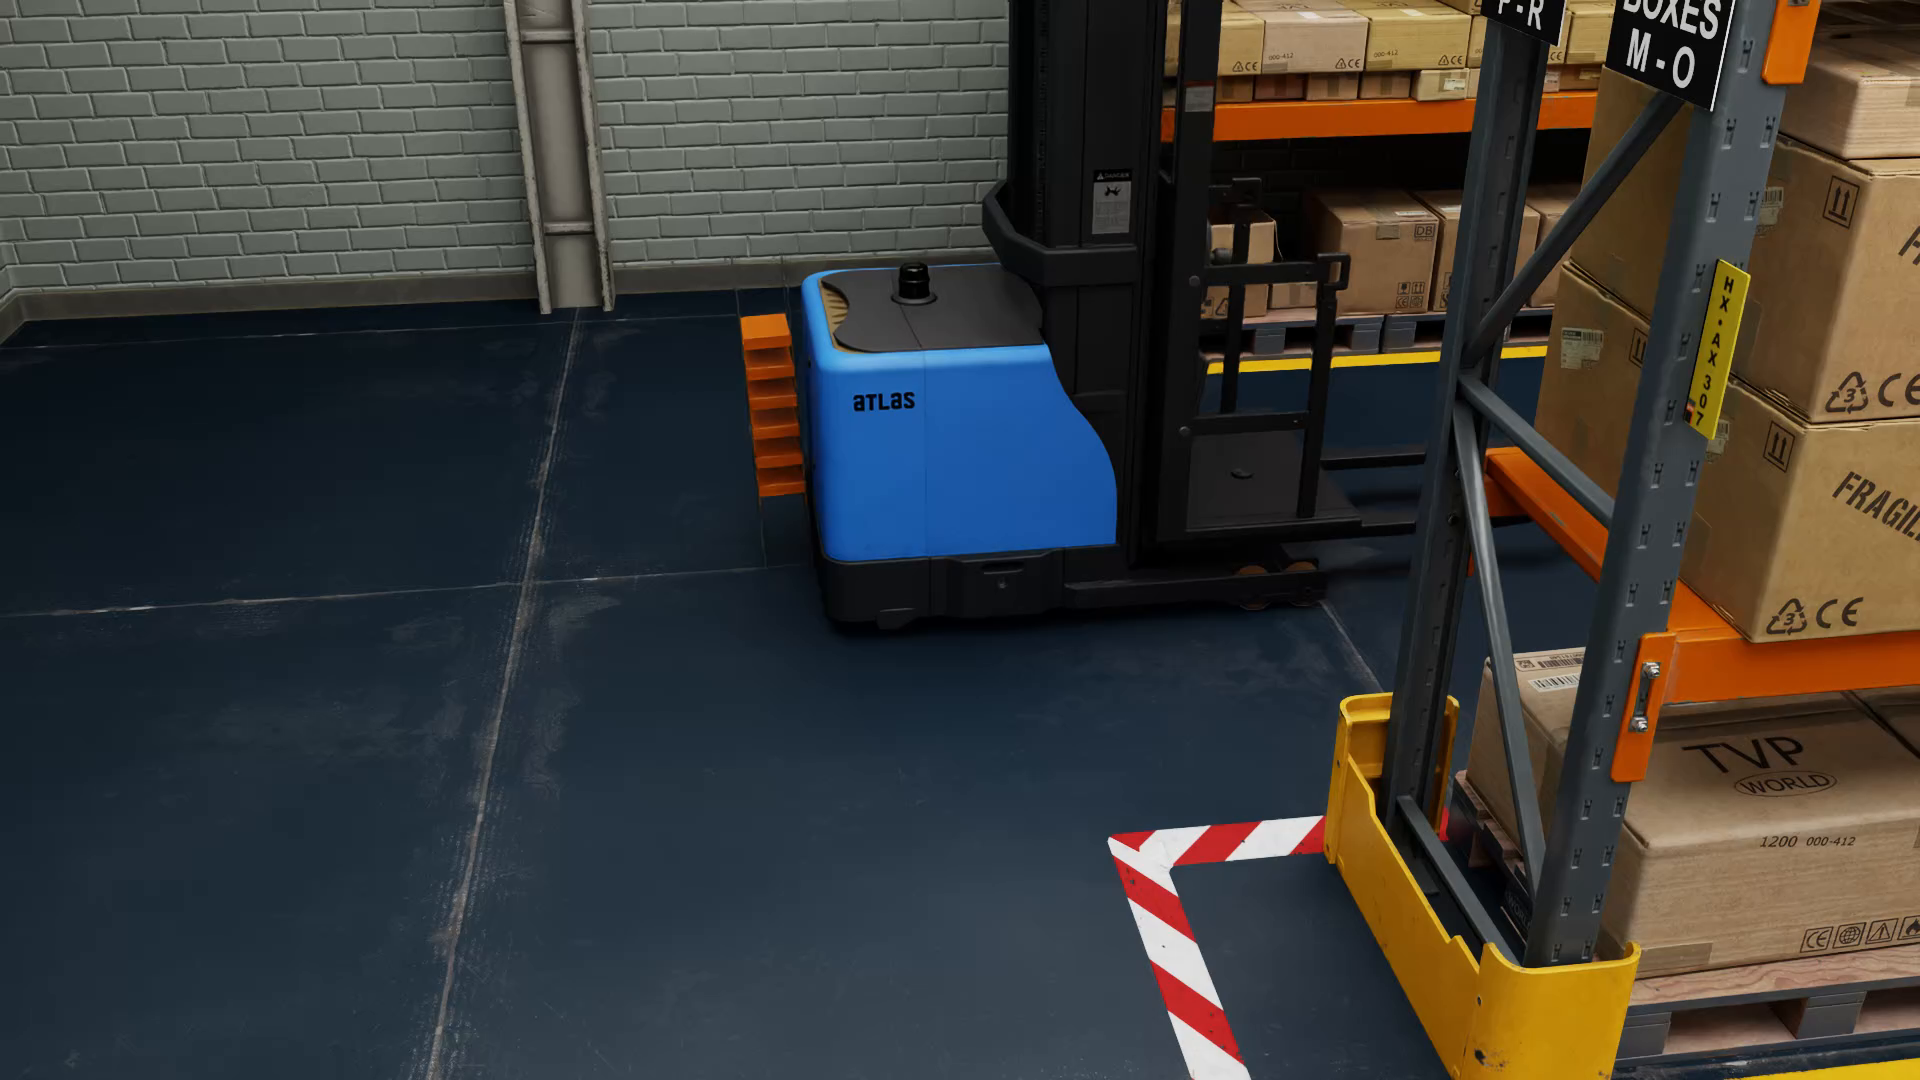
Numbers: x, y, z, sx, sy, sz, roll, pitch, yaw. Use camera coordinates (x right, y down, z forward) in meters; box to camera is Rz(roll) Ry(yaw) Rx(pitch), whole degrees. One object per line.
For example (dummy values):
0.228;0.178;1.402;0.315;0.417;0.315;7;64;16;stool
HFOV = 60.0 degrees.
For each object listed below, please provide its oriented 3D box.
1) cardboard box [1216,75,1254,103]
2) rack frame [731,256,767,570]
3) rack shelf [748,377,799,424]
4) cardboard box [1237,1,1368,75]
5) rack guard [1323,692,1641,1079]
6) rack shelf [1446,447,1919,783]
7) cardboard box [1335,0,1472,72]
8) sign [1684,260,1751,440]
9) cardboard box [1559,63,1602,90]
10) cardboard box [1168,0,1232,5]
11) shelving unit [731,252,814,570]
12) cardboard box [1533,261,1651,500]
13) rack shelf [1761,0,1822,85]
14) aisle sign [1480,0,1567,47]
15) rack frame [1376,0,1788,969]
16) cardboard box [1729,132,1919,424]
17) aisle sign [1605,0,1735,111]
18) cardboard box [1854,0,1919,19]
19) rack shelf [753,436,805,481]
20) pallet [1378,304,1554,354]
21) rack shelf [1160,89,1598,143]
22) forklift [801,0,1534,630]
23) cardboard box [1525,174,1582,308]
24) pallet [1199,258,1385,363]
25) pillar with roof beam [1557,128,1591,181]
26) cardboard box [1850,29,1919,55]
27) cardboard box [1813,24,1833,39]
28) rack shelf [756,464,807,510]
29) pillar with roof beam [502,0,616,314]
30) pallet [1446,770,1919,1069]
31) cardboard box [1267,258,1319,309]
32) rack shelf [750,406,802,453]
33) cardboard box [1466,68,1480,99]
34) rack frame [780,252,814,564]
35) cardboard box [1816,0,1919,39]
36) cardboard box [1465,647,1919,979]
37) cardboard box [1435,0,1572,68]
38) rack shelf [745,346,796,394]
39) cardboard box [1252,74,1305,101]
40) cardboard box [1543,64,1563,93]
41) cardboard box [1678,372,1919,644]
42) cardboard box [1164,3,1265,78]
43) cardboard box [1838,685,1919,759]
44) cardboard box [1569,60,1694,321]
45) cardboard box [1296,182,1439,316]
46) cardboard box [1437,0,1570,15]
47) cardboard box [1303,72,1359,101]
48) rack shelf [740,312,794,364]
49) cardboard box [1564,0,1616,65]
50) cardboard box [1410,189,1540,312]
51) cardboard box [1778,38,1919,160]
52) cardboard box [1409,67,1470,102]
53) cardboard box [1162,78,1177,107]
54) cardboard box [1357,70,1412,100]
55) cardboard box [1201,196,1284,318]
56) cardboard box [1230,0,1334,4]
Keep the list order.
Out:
1.262;-2.252;8.128;0.250;0.149;0.380;-3;27;-6;cardboard box
-0.804;-0.468;6.349;0.006;1.200;0.240;-7;28;-8;rack frame
-0.717;-0.546;6.327;0.180;0.103;0.258;-7;28;-8;rack shelf
1.639;-2.434;8.047;0.500;0.250;0.500;-3;27;-7;cardboard box
1.324;0.928;4.394;0.348;0.500;1.175;-4;27;-7;rack guard
3.328;0.007;4.238;4.000;0.370;1.077;-4;27;-7;rack shelf
2.140;-2.468;8.113;0.500;0.250;0.500;-4;27;-8;cardboard box
1.419;-0.355;3.121;0.005;0.325;0.100;-4;27;-7;sign
3.040;-2.384;8.387;0.250;0.149;0.380;-3;27;-6;cardboard box
1.071;-2.644;8.456;0.500;0.250;0.500;-3;27;-6;cardboard box
-0.714;-0.479;6.362;0.189;1.200;0.258;-7;28;-8;shelving unit
1.788;-0.381;4.096;0.500;0.500;0.500;-4;27;-7;cardboard box
3.328;-1.327;3.554;4.000;0.370;1.077;-4;27;-7;rack shelf
1.233;-1.478;3.497;0.004;0.787;0.394;-4;27;-7;aisle sign
1.348;-0.186;3.826;0.127;3.000;1.000;-4;27;-7;rack frame
1.863;-0.577;3.384;0.500;0.500;0.500;-4;27;-8;cardboard box
1.317;-1.207;2.968;0.004;0.787;0.394;-4;27;-7;aisle sign
2.167;-1.158;3.807;0.250;0.149;0.380;-4;27;-8;cardboard box
-0.707;-0.334;6.438;0.180;0.103;0.258;-7;28;-8;rack shelf
2.723;-1.321;9.093;1.213;0.211;1.003;-4;27;-7;pallet
2.633;-2.237;8.611;4.000;0.370;1.077;-4;27;-7;rack shelf
0.937;-1.274;6.023;3.031;2.935;1.130;-4;27;-8;forklift
3.151;-1.603;8.866;0.500;0.500;0.700;-5;28;-9;cardboard box
1.517;-1.245;8.945;1.213;0.211;1.003;-4;27;-7;pallet
4.398;-3.770;4.240;0.400;9.000;9.100;-4;27;-7;pillar with roof beam
1.987;-0.910;3.322;0.250;0.149;0.380;-3;27;-6;cardboard box
1.675;-1.077;3.648;0.250;0.149;0.380;-3;27;-6;cardboard box
-0.702;-0.227;6.493;0.180;0.103;0.258;-7;28;-8;rack shelf
-1.543;-3.388;3.496;0.400;9.000;9.100;-4;27;-7;pillar with roof beam
2.129;0.969;4.631;1.213;0.211;1.003;-4;27;-7;pallet
1.697;-1.353;8.765;0.250;0.149;0.380;-5;28;-9;cardboard box
-0.712;-0.440;6.382;0.180;0.103;0.258;-7;28;-8;rack shelf
2.557;-2.300;8.222;0.250;0.149;0.380;-3;27;-6;cardboard box
-0.624;-0.490;6.374;0.006;1.200;0.240;-7;28;-8;rack frame
1.923;-1.104;3.701;0.250;0.149;0.380;-3;27;-6;cardboard box
1.987;0.680;4.485;0.875;0.438;0.875;-5;28;-9;cardboard box
2.643;-2.510;8.195;0.500;0.250;0.500;-4;27;-8;cardboard box
-0.722;-0.652;6.271;0.180;0.103;0.258;-7;28;-8;rack shelf
1.517;-2.284;8.191;0.250;0.149;0.380;-4;27;-8;cardboard box
2.802;-2.347;8.314;0.250;0.149;0.380;-4;27;-7;cardboard box
1.863;-0.131;3.610;0.500;0.500;0.500;-4;27;-8;cardboard box
1.139;-2.402;7.984;0.500;0.250;0.500;-4;27;-7;cardboard box
2.892;0.618;4.606;0.875;0.438;0.875;-3;27;-6;cardboard box
1.792;-0.813;3.845;0.500;0.500;0.500;-3;27;-5;cardboard box
2.123;-1.537;8.738;0.500;0.500;0.700;-3;27;-5;cardboard box
2.625;-2.831;7.999;0.500;0.500;0.500;-3;27;-6;cardboard box
1.776;-2.272;8.168;0.250;0.149;0.380;-3;27;-5;cardboard box
-0.727;-0.759;6.216;0.180;0.103;0.258;-7;28;-8;rack shelf
3.153;-2.542;8.258;0.500;0.250;0.500;-4;27;-7;cardboard box
2.661;-1.525;8.715;0.500;0.500;0.500;-3;27;-6;cardboard box
1.738;-0.861;3.227;0.250;0.149;0.380;-3;27;-6;cardboard box
2.299;-2.274;8.171;0.250;0.149;0.380;-4;27;-9;cardboard box
1.016;-2.214;8.055;0.250;0.149;0.380;-4;27;-8;cardboard box
2.038;-2.292;8.206;0.250;0.149;0.380;-3;27;-6;cardboard box
1.271;-1.502;8.665;0.637;0.503;0.797;-5;28;-9;cardboard box
1.582;-2.676;8.519;0.500;0.250;0.500;-4;27;-7;cardboard box
